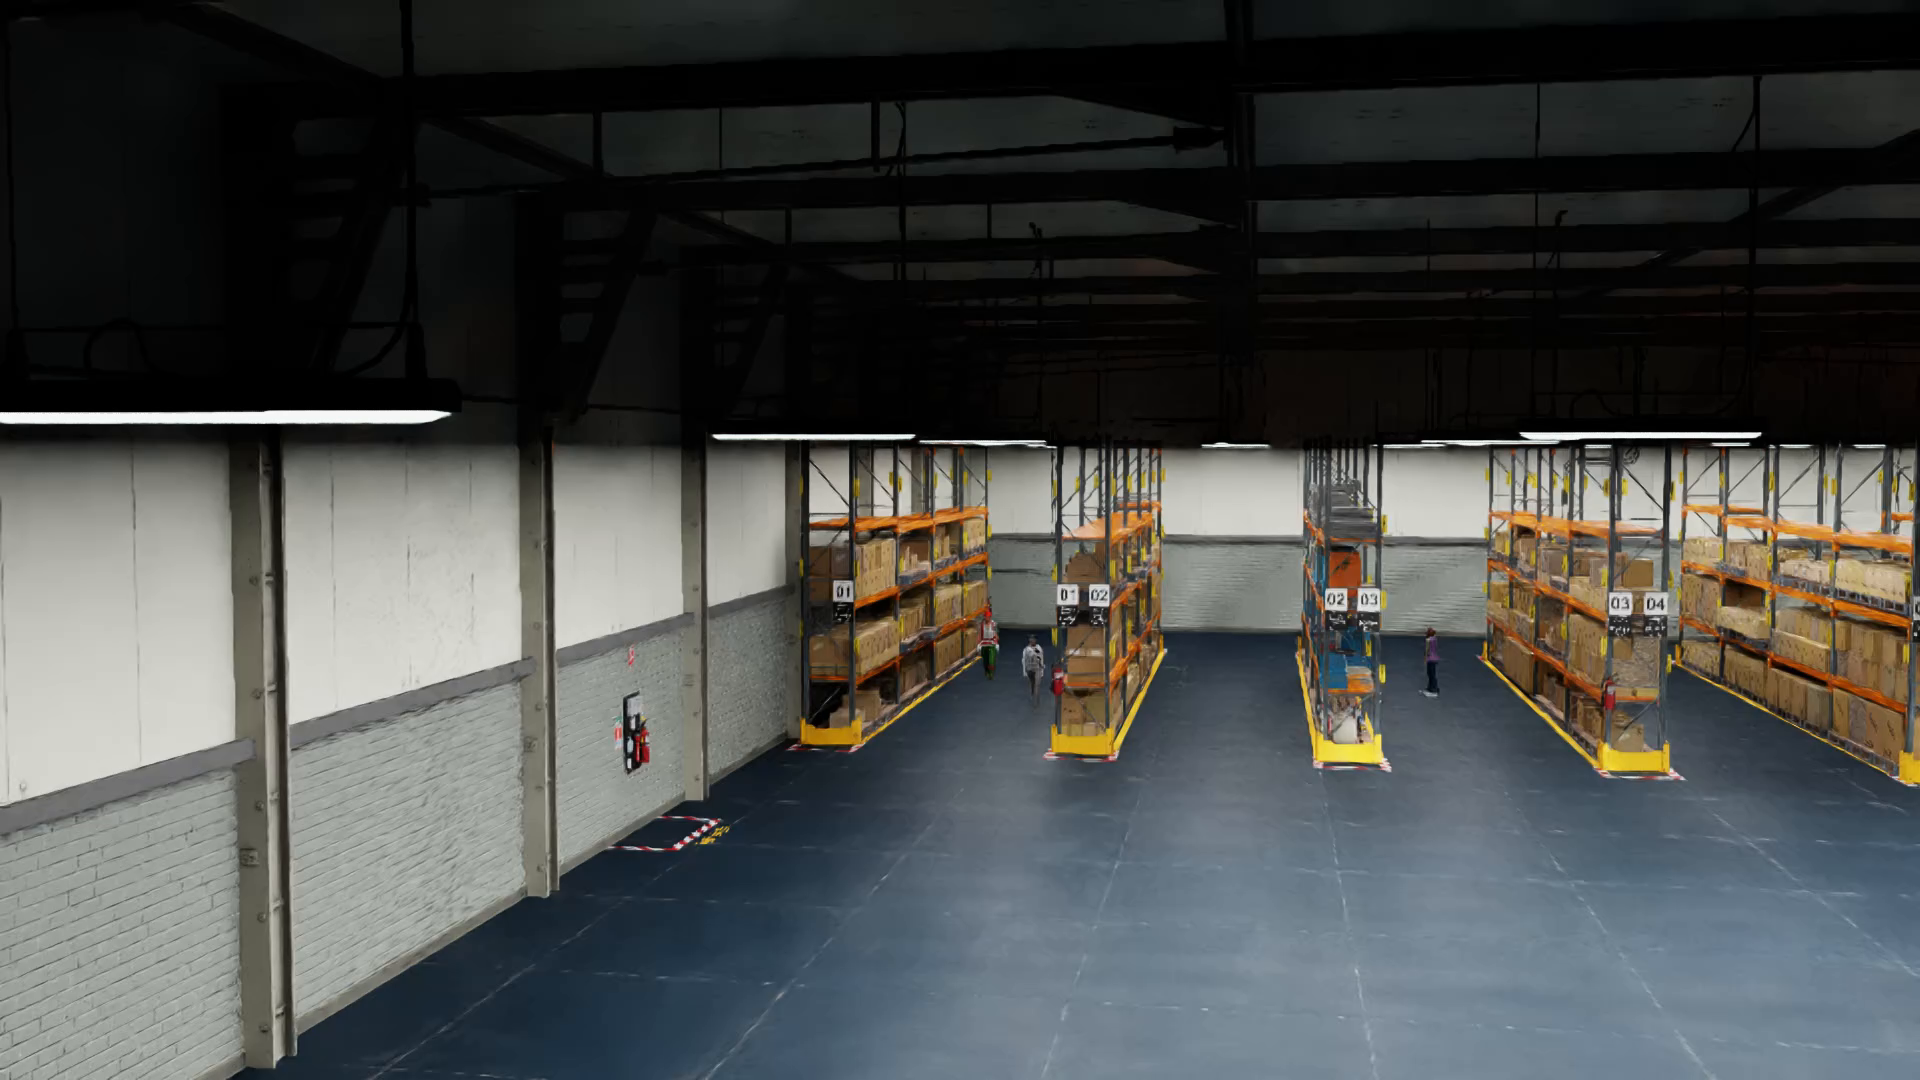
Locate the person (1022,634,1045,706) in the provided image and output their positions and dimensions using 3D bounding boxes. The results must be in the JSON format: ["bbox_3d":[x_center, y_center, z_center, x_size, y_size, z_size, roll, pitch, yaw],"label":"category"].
[{"bbox_3d":[1.636,2.889,37.334,0.495,1.589,1.086,1,3,12],"label":"person"}]

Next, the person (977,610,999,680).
[{"bbox_3d":[0.692,2.605,41.589,0.555,1.709,1.127,0,3,8],"label":"person"}]

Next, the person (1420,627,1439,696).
[{"bbox_3d":[10.936,2.840,38.704,0.527,1.550,0.522,3,4,40],"label":"person"}]
